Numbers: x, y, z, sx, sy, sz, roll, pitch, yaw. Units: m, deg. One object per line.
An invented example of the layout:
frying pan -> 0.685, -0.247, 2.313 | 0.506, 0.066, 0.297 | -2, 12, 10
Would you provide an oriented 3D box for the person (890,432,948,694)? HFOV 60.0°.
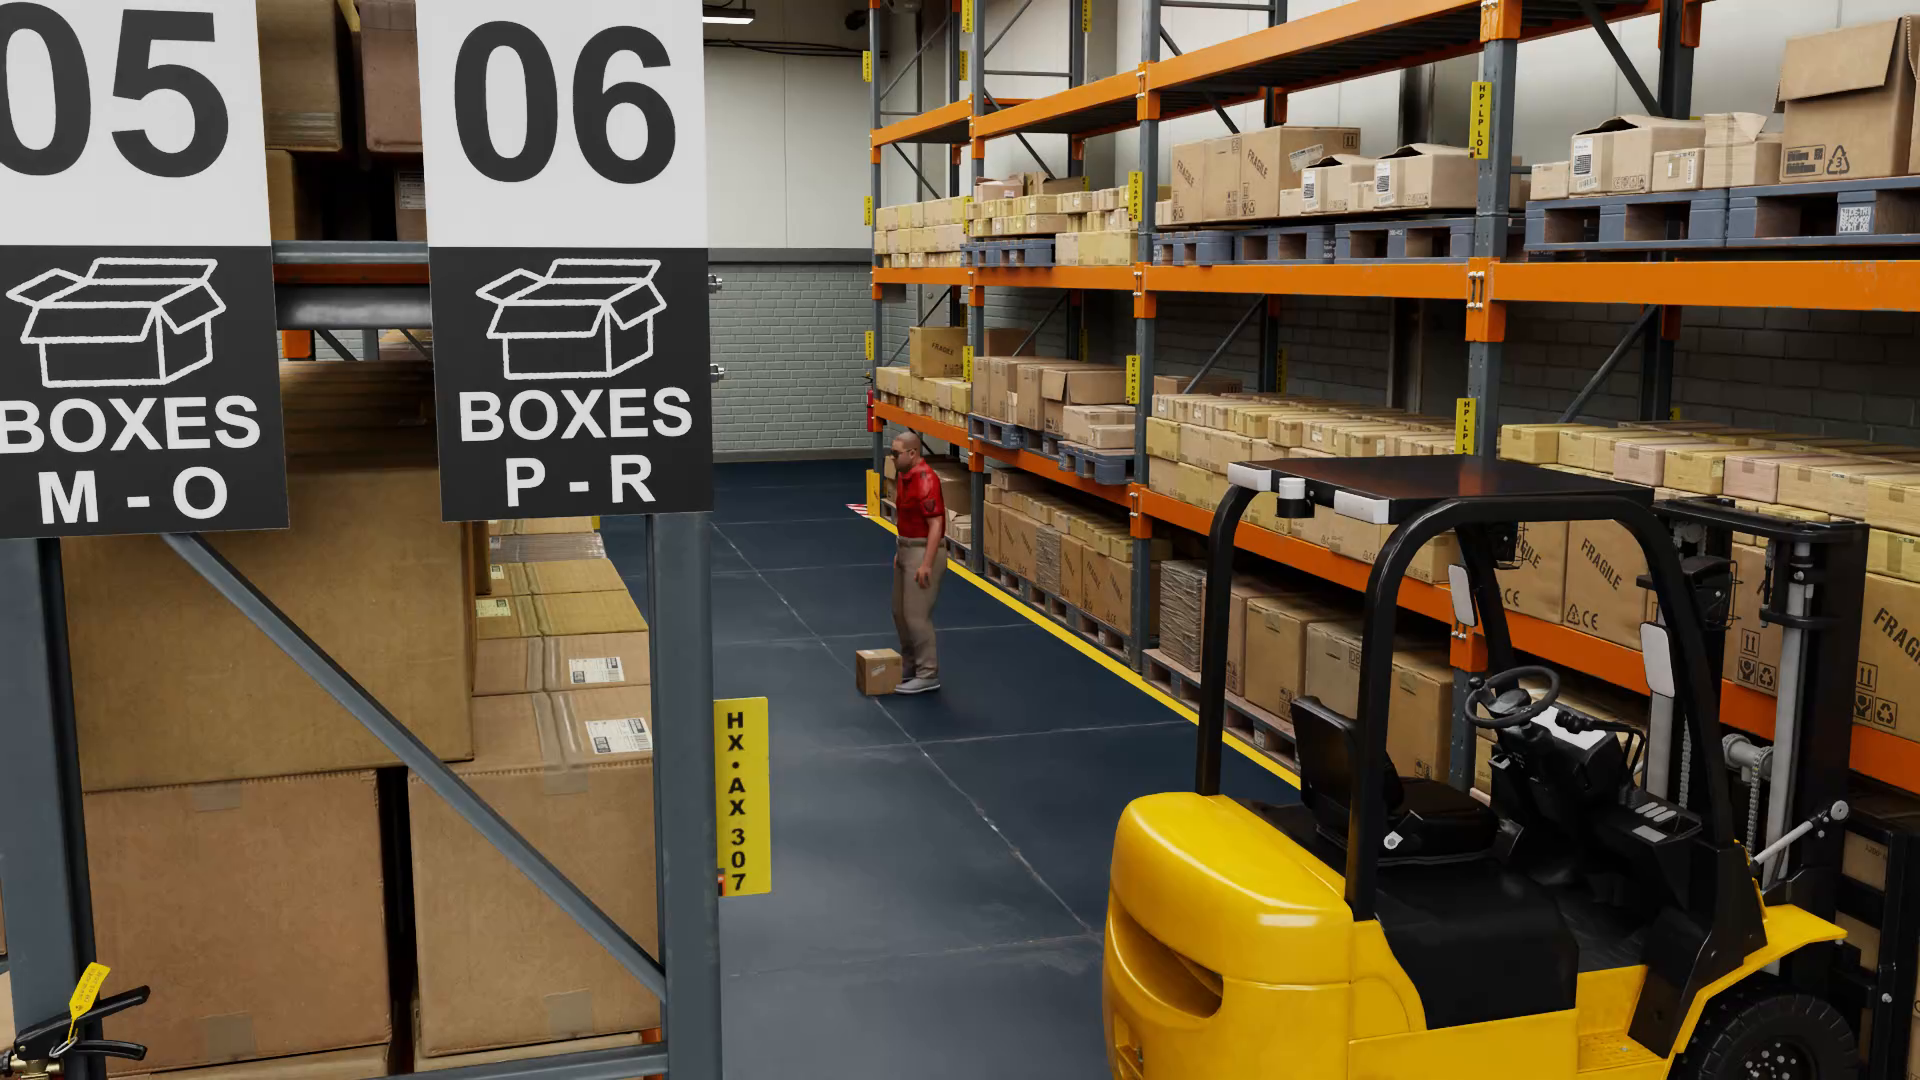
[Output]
person -> -0.298, 0.137, 11.069 | 0.392, 1.725, 0.590 | -3, 10, -19
